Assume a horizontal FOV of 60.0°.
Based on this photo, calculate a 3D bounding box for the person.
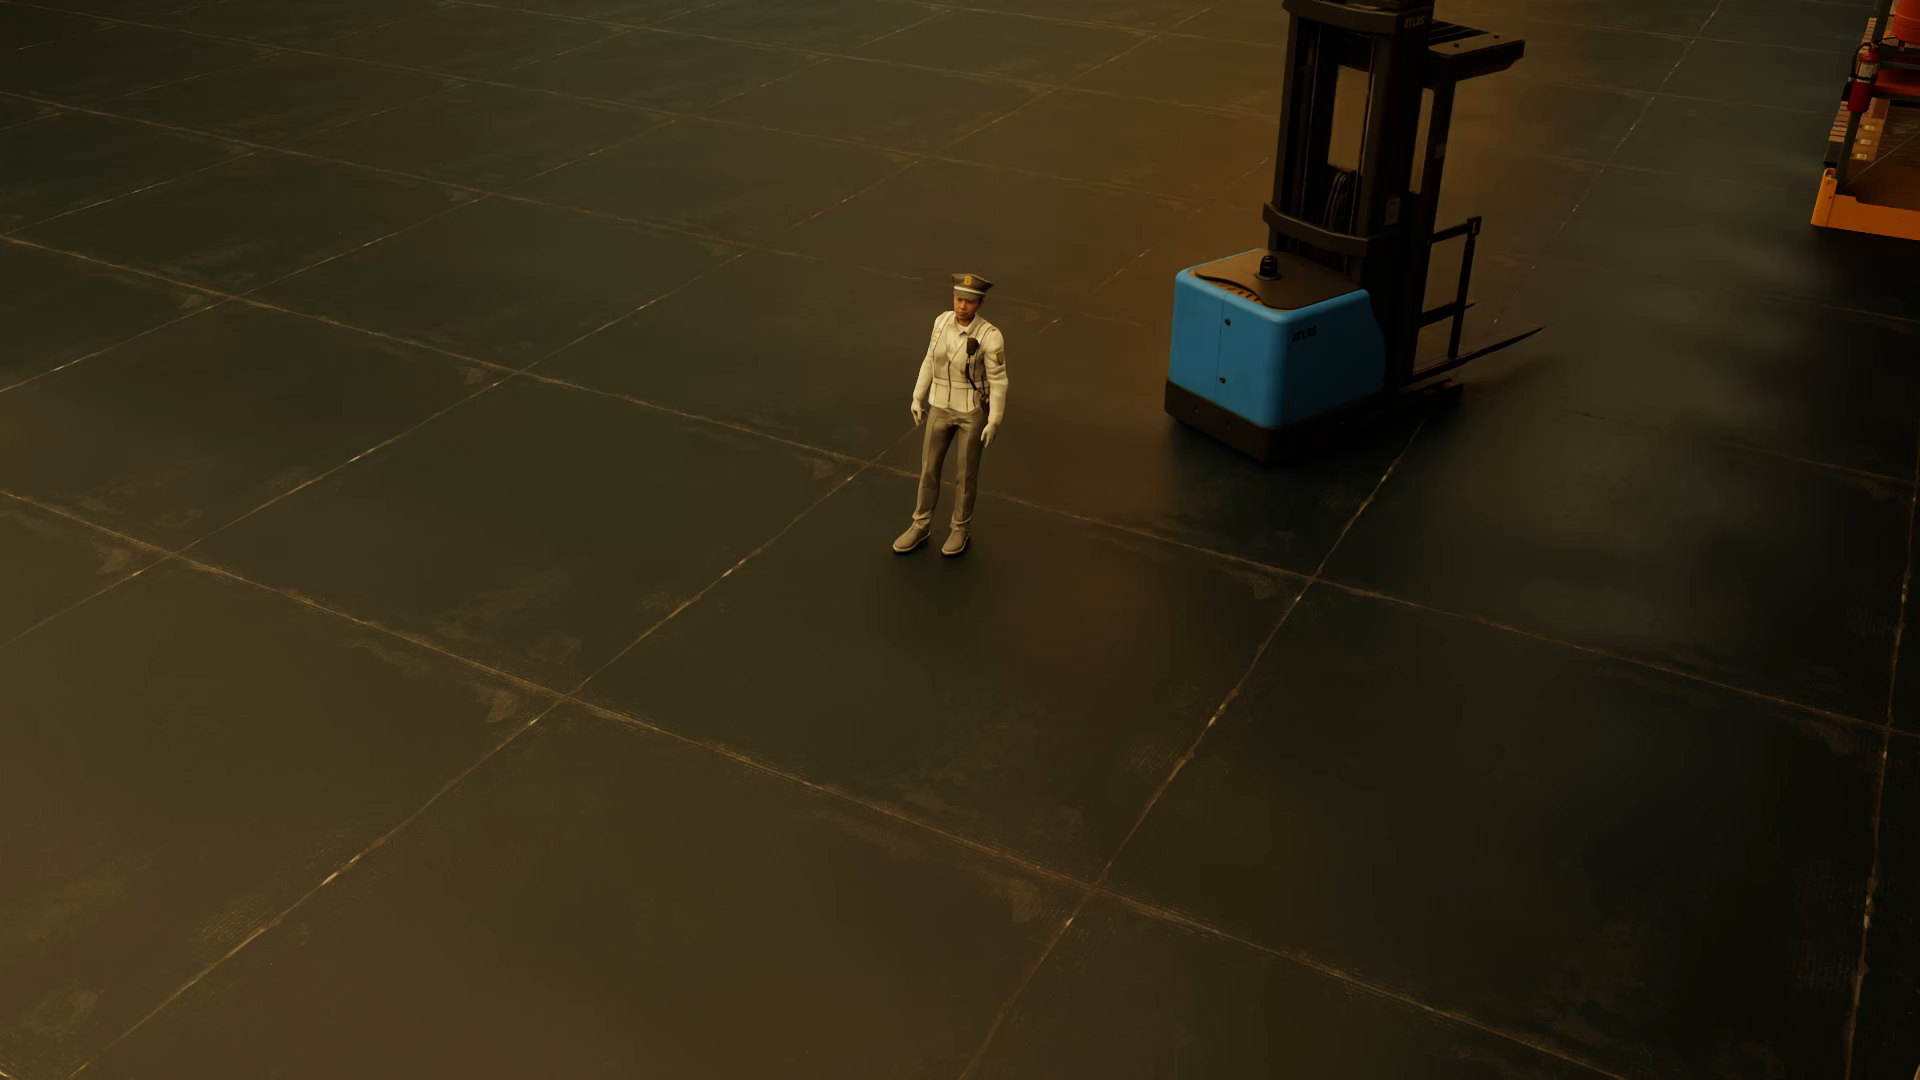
[{"bbox_3d":[-0.038,-0.711,9.528,0.587,1.693,0.534,15,33,25],"label":"person"}]

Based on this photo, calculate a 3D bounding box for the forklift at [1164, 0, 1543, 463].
[{"bbox_3d":[2.892,-2.344,11.133,3.031,2.935,1.130,-20,36,-31],"label":"forklift"}]
